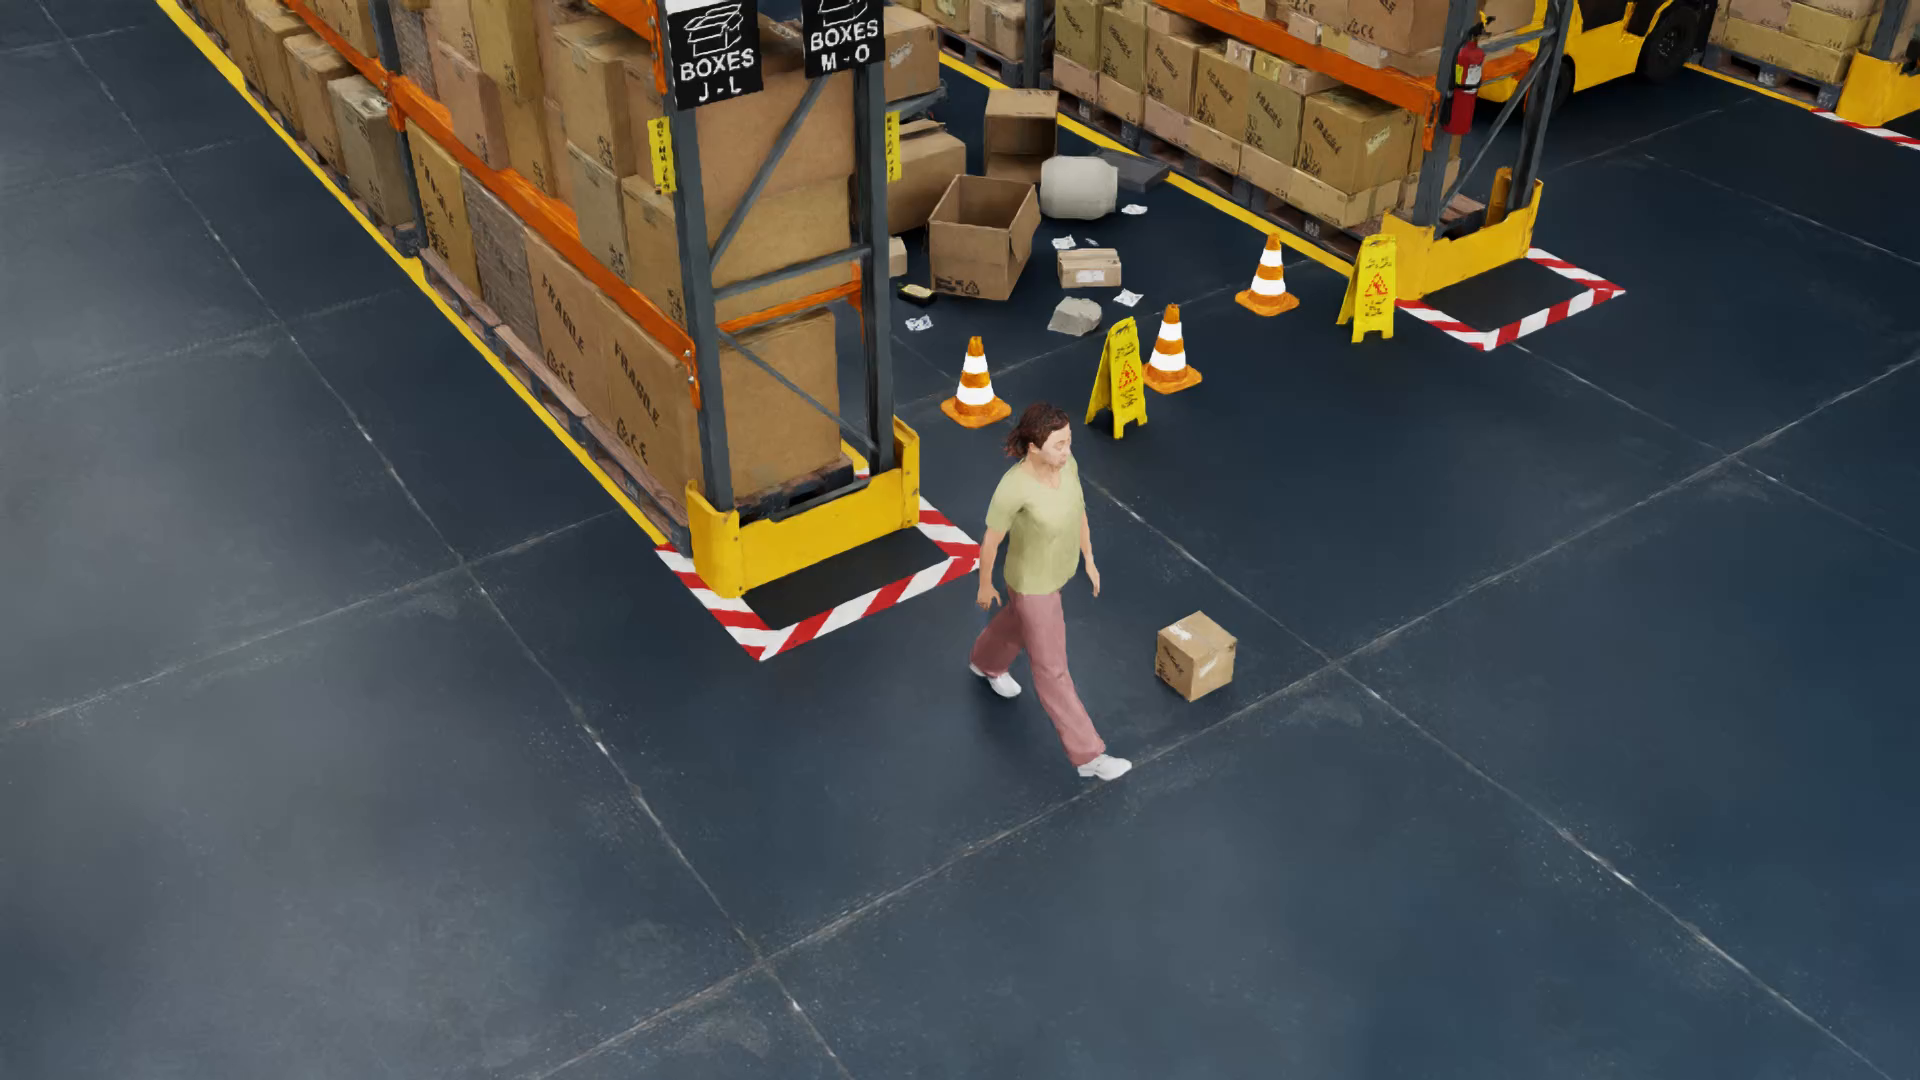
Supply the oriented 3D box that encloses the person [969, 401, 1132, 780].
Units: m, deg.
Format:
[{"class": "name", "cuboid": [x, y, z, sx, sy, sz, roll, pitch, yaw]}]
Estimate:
[{"class": "person", "cuboid": [0.395, 0.163, 6.786, 1.026, 1.611, 0.476, 24, 43, 29]}]
